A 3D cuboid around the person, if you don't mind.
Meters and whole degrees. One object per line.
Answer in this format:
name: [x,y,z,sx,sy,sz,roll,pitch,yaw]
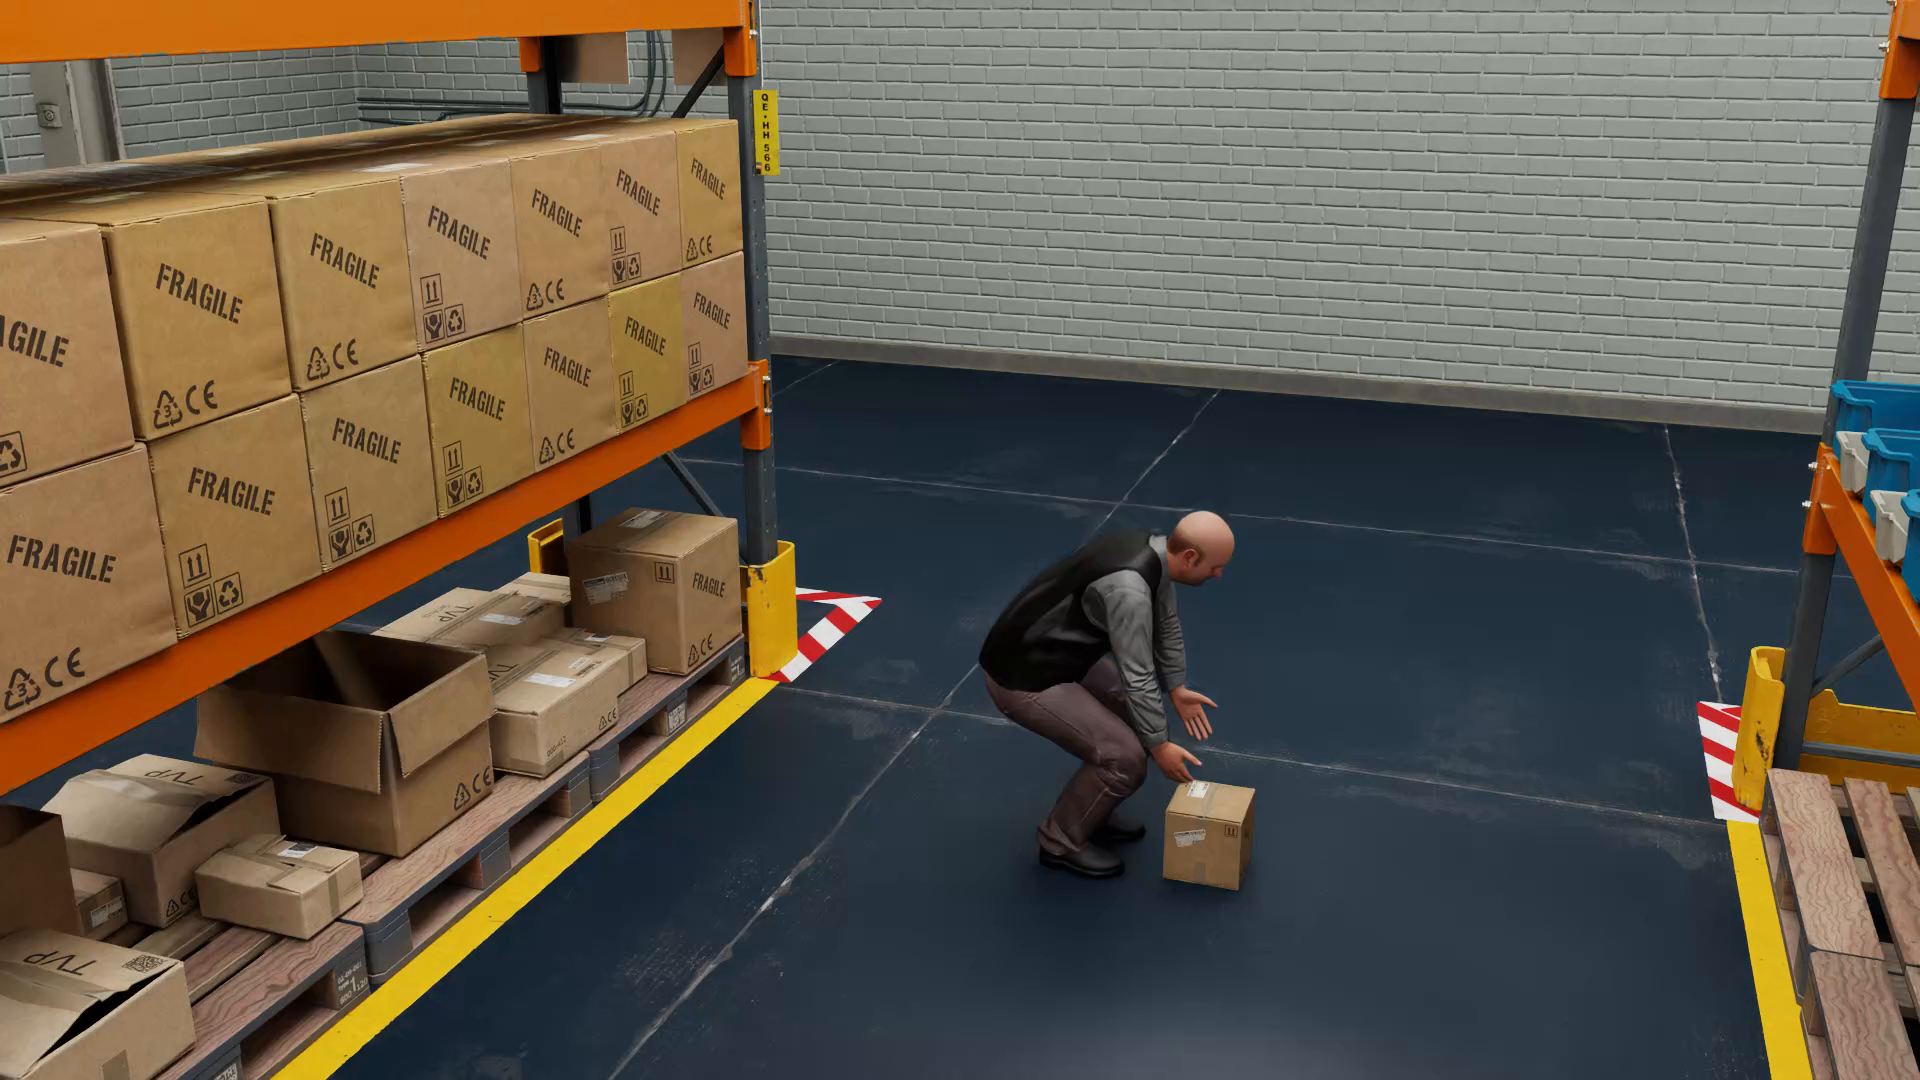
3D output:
person: [0.482,0.468,5.502,0.794,1.218,0.582,6,20,18]
